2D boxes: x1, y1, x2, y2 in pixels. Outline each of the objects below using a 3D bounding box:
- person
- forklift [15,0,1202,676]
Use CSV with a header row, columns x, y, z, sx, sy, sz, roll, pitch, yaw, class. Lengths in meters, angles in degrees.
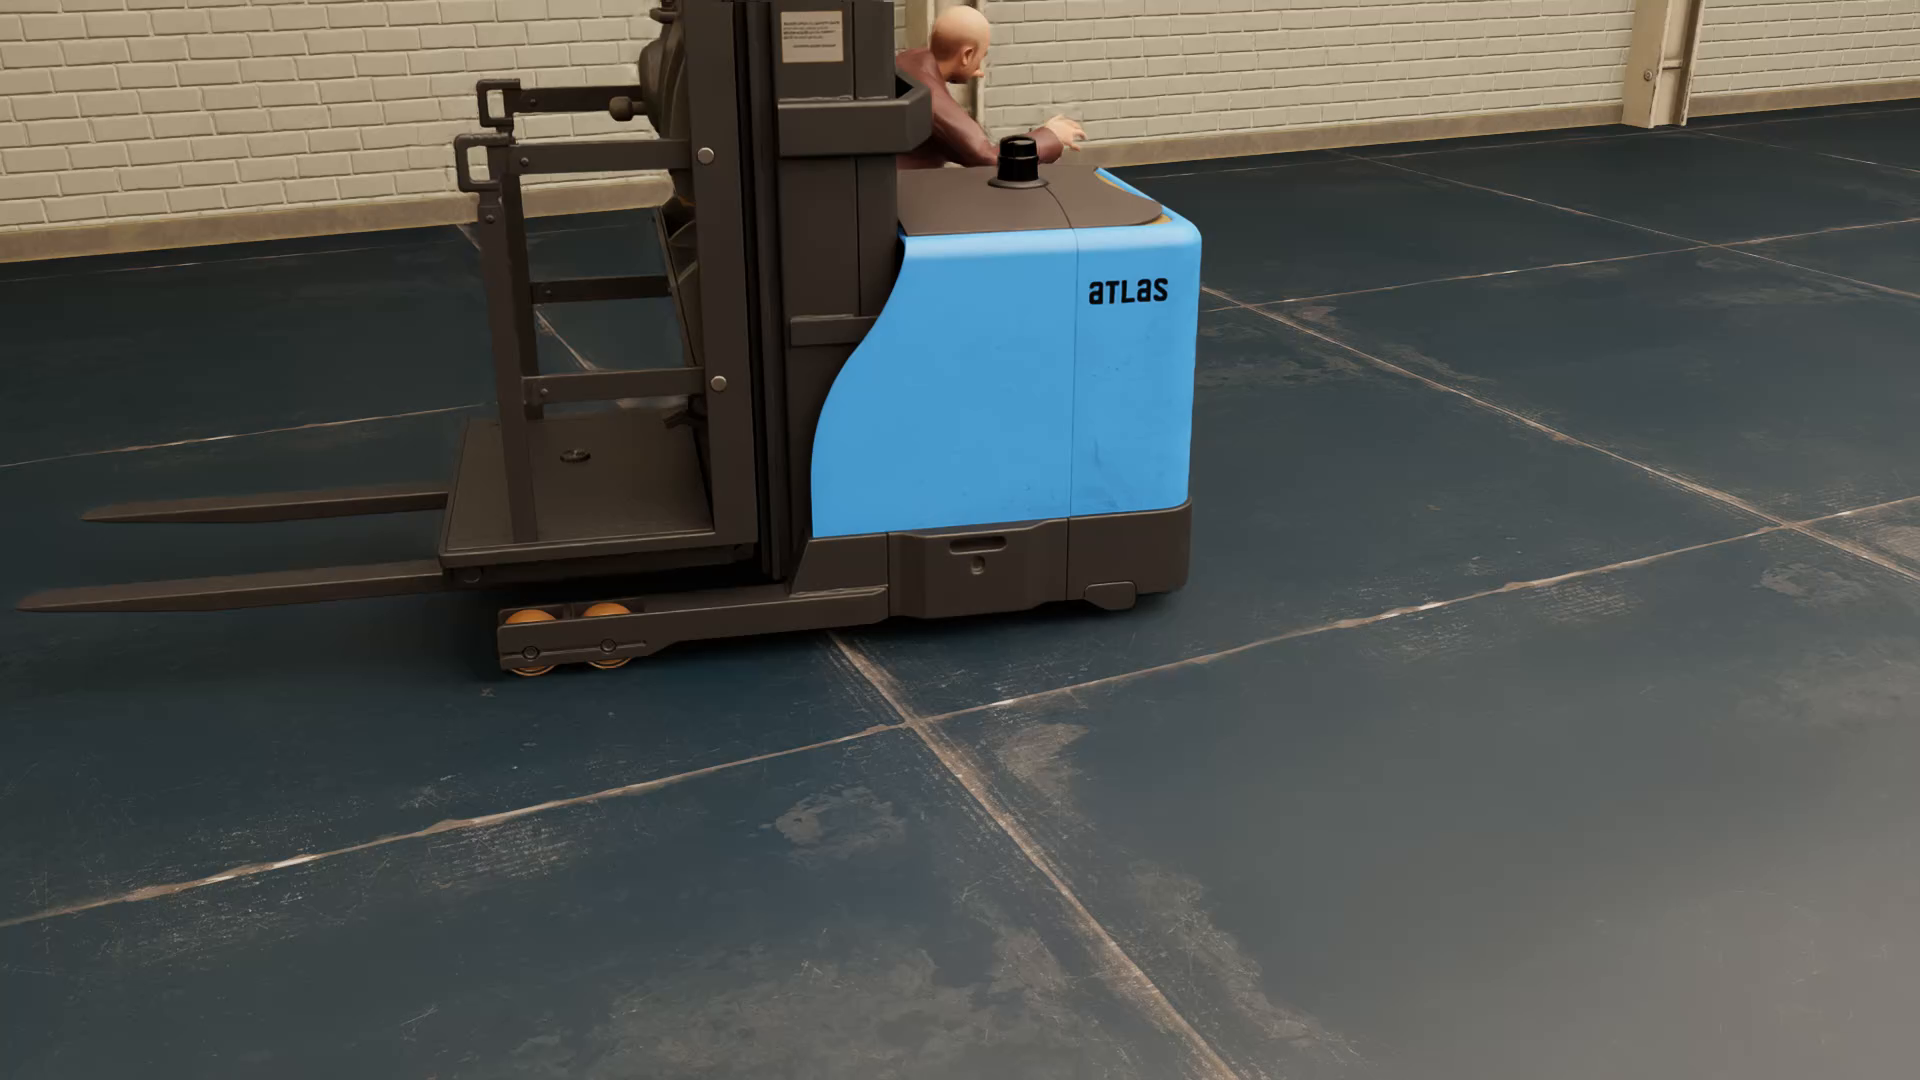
x,y,z,sx,sy,sz,roll,pitch,yaw,class
0.020,-1.146,5.886,0.815,1.430,1.679,-2,23,-6,person
-0.932,-1.226,4.238,3.031,2.935,1.130,-5,23,-11,forklift
